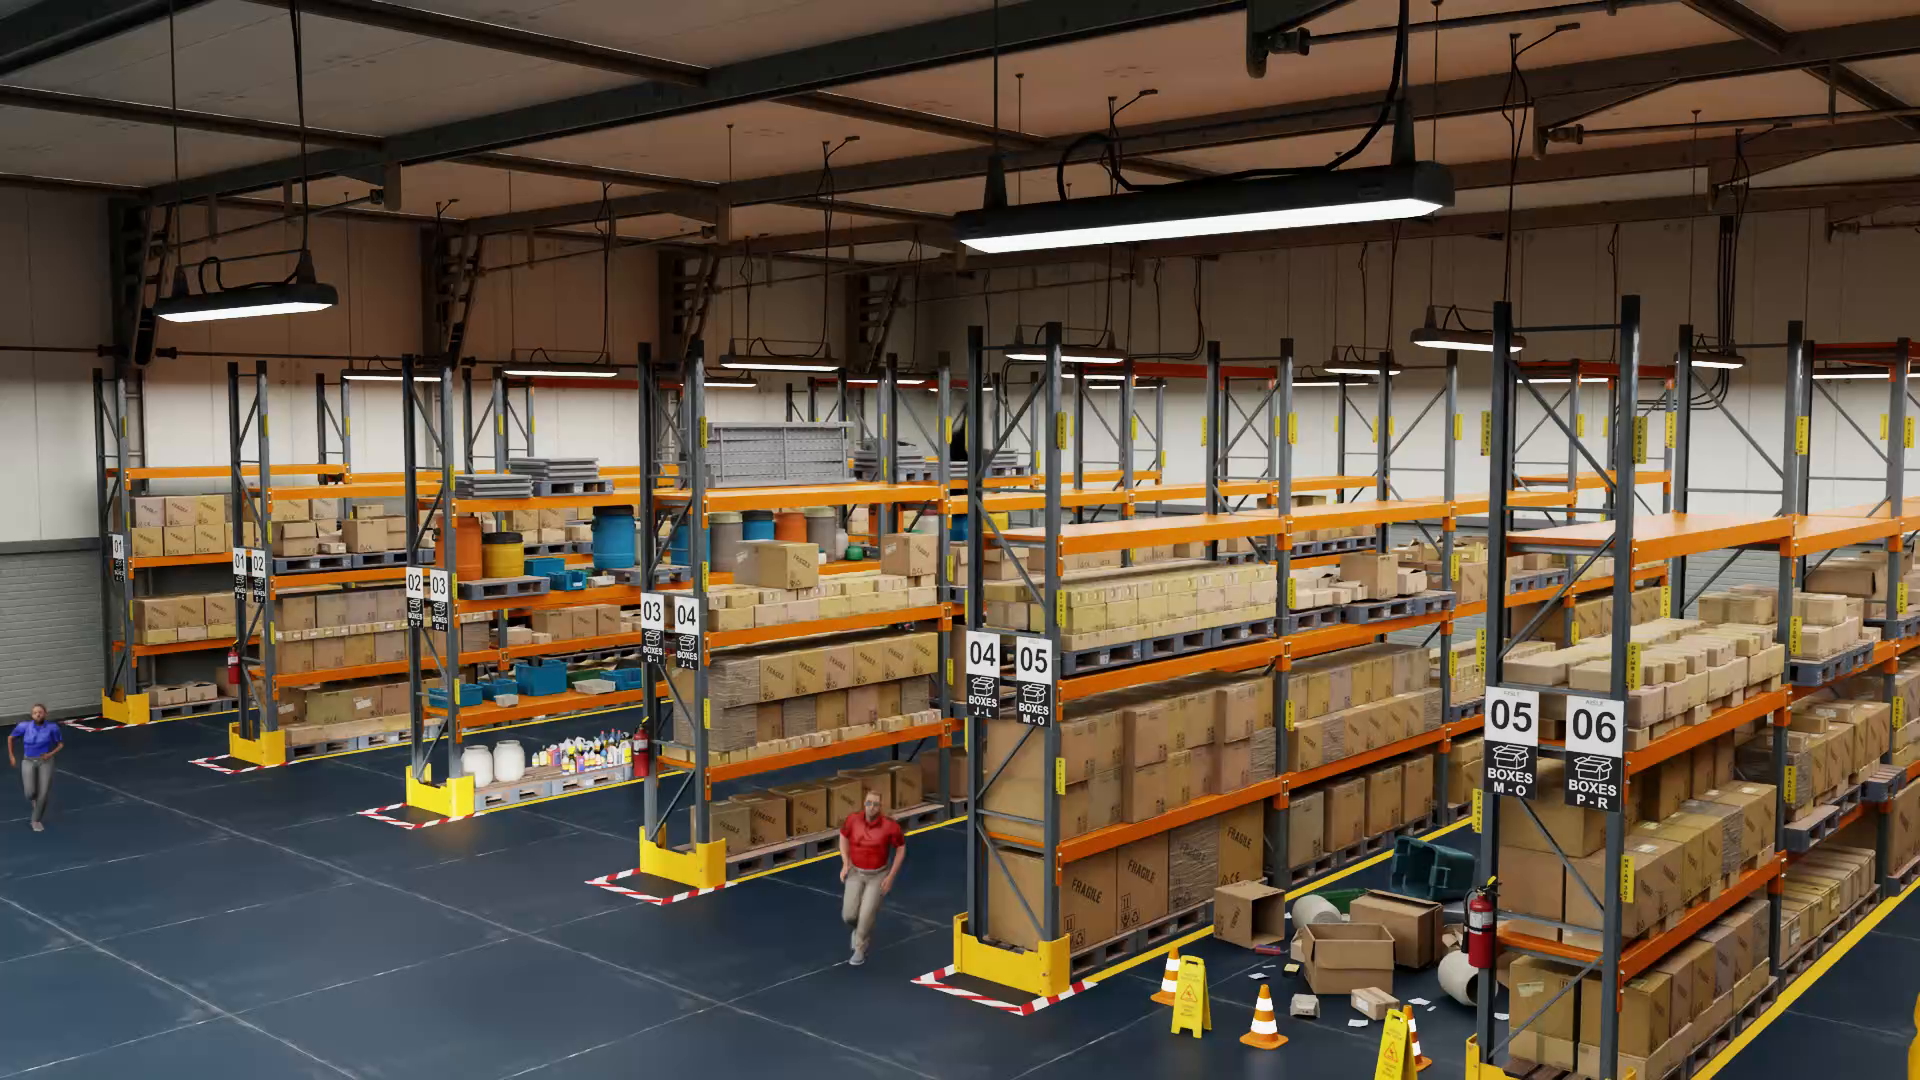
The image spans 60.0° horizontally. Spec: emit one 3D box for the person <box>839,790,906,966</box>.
[{"bbox_3d":[-0.828,3.179,15.819,0.669,1.672,0.554,1,4,17],"label":"person"}]

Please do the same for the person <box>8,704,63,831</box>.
[{"bbox_3d":[-11.590,2.847,20.864,0.615,1.606,0.640,-2,5,-26],"label":"person"}]
